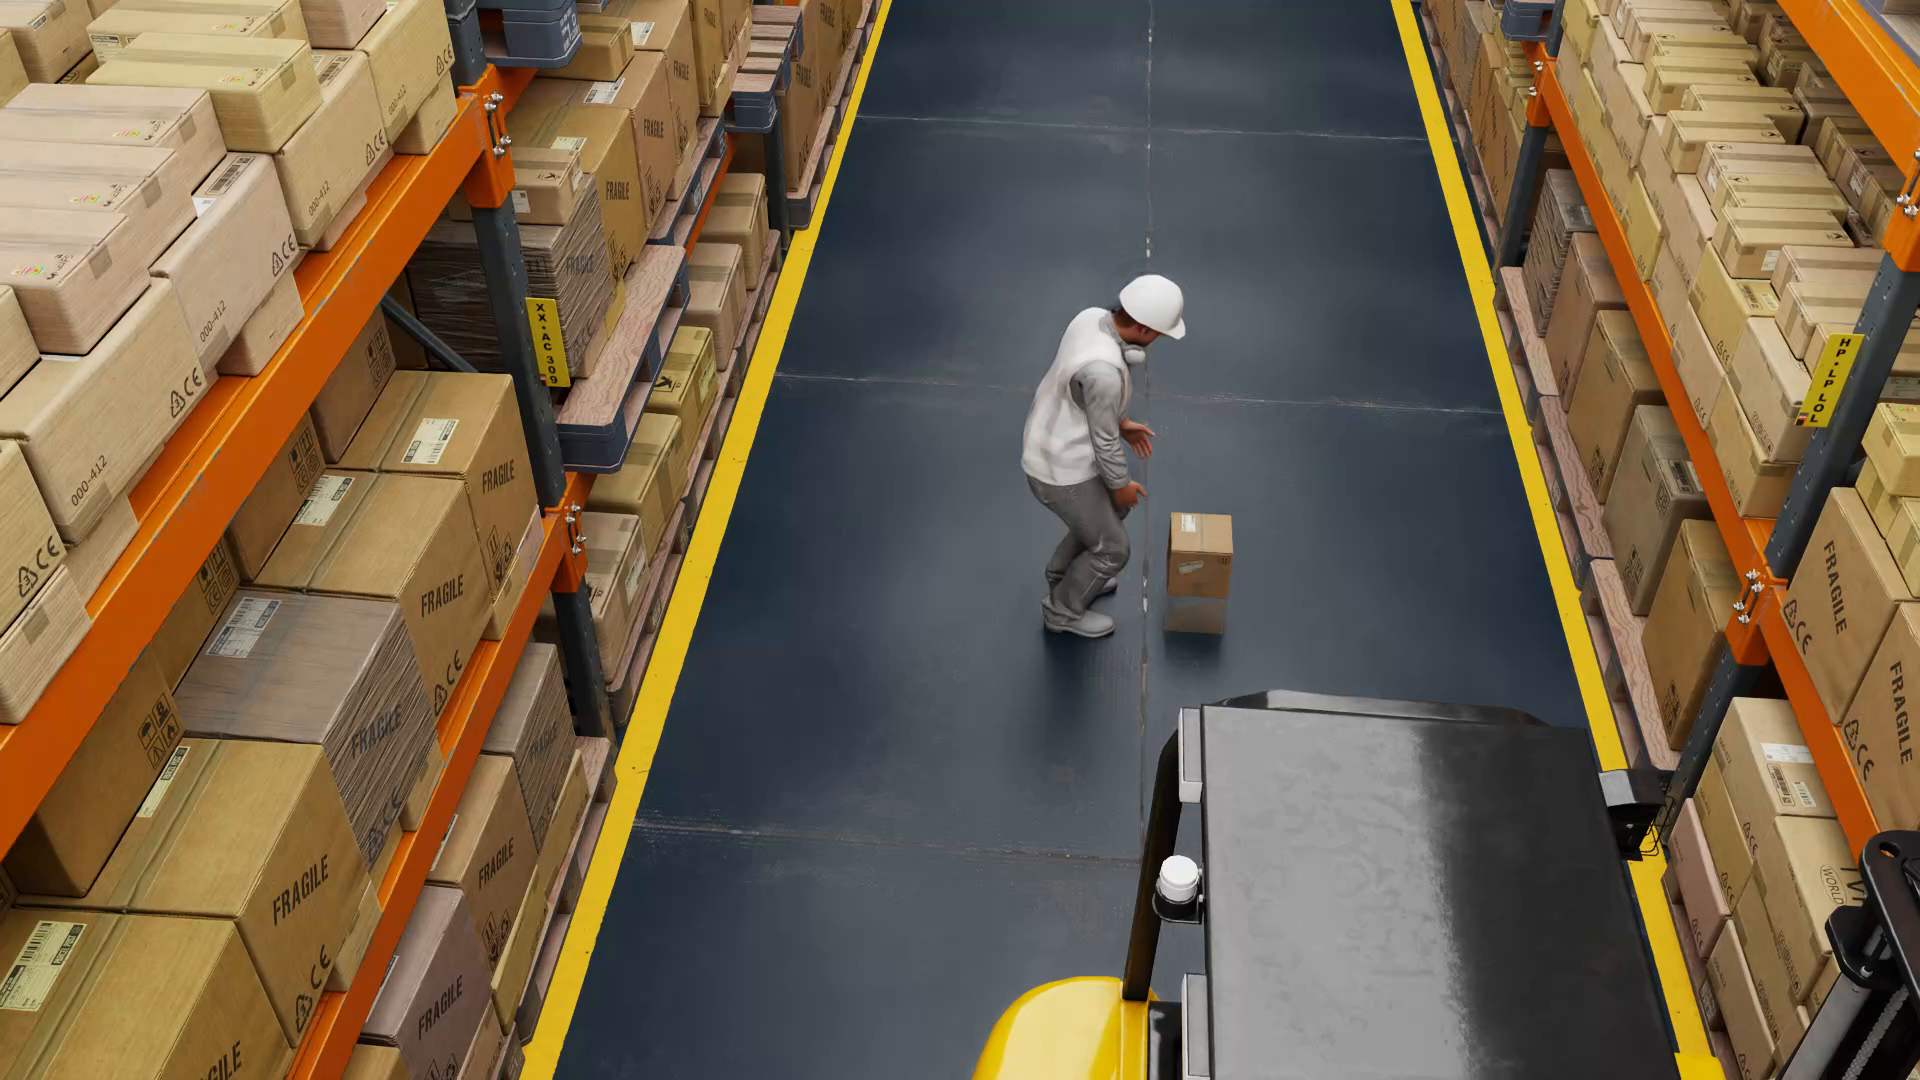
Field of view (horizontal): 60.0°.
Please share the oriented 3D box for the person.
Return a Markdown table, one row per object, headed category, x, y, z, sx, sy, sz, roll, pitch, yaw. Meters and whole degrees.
| category | x | y | z | sx | sy | sz | roll | pitch | yaw |
| --- | --- | --- | --- | --- | --- | --- | --- | --- | --- |
| person | 0.550 | -0.355 | 6.682 | 0.604 | 1.628 | 0.581 | 4 | 40 | 5 |
